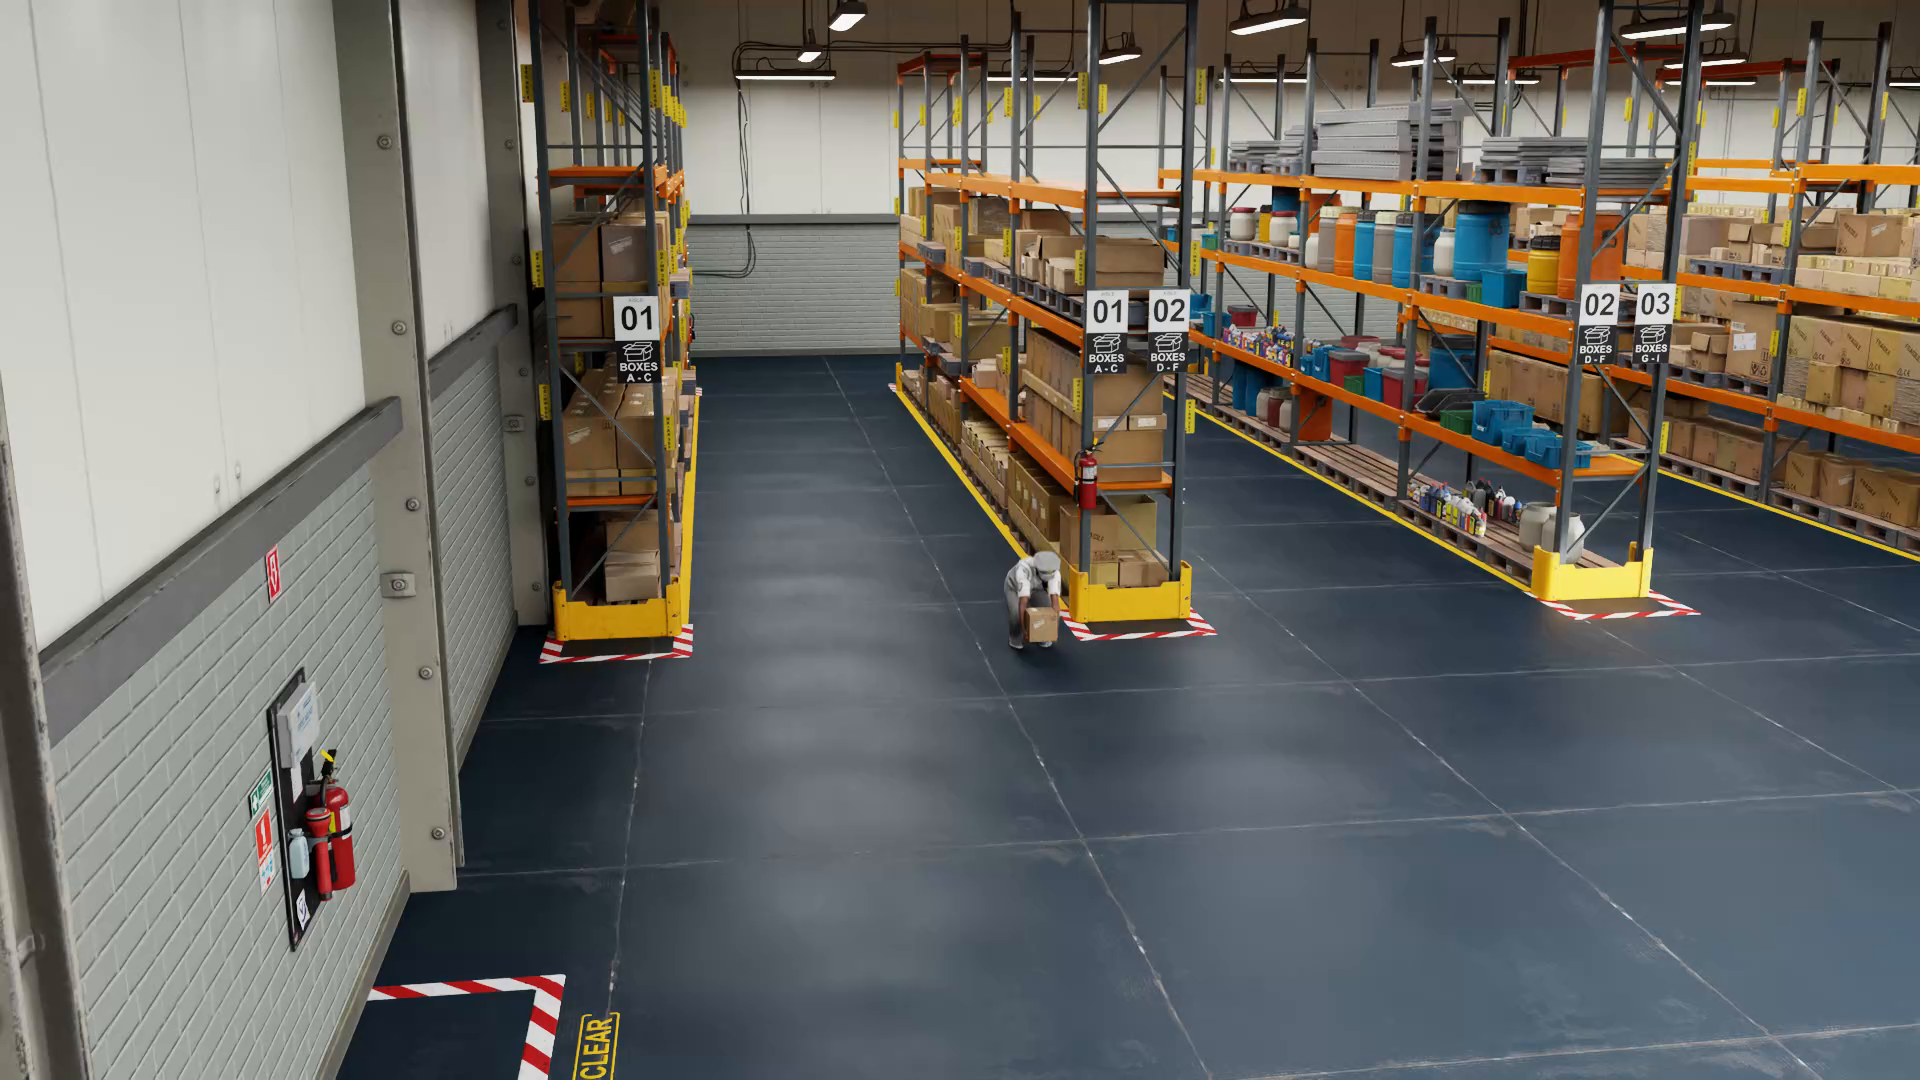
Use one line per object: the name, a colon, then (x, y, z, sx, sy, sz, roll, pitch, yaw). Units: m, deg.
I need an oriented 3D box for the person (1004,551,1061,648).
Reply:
person: (0.673, 0.529, 15.250, 0.458, 0.985, 0.860, -3, 14, -11)
